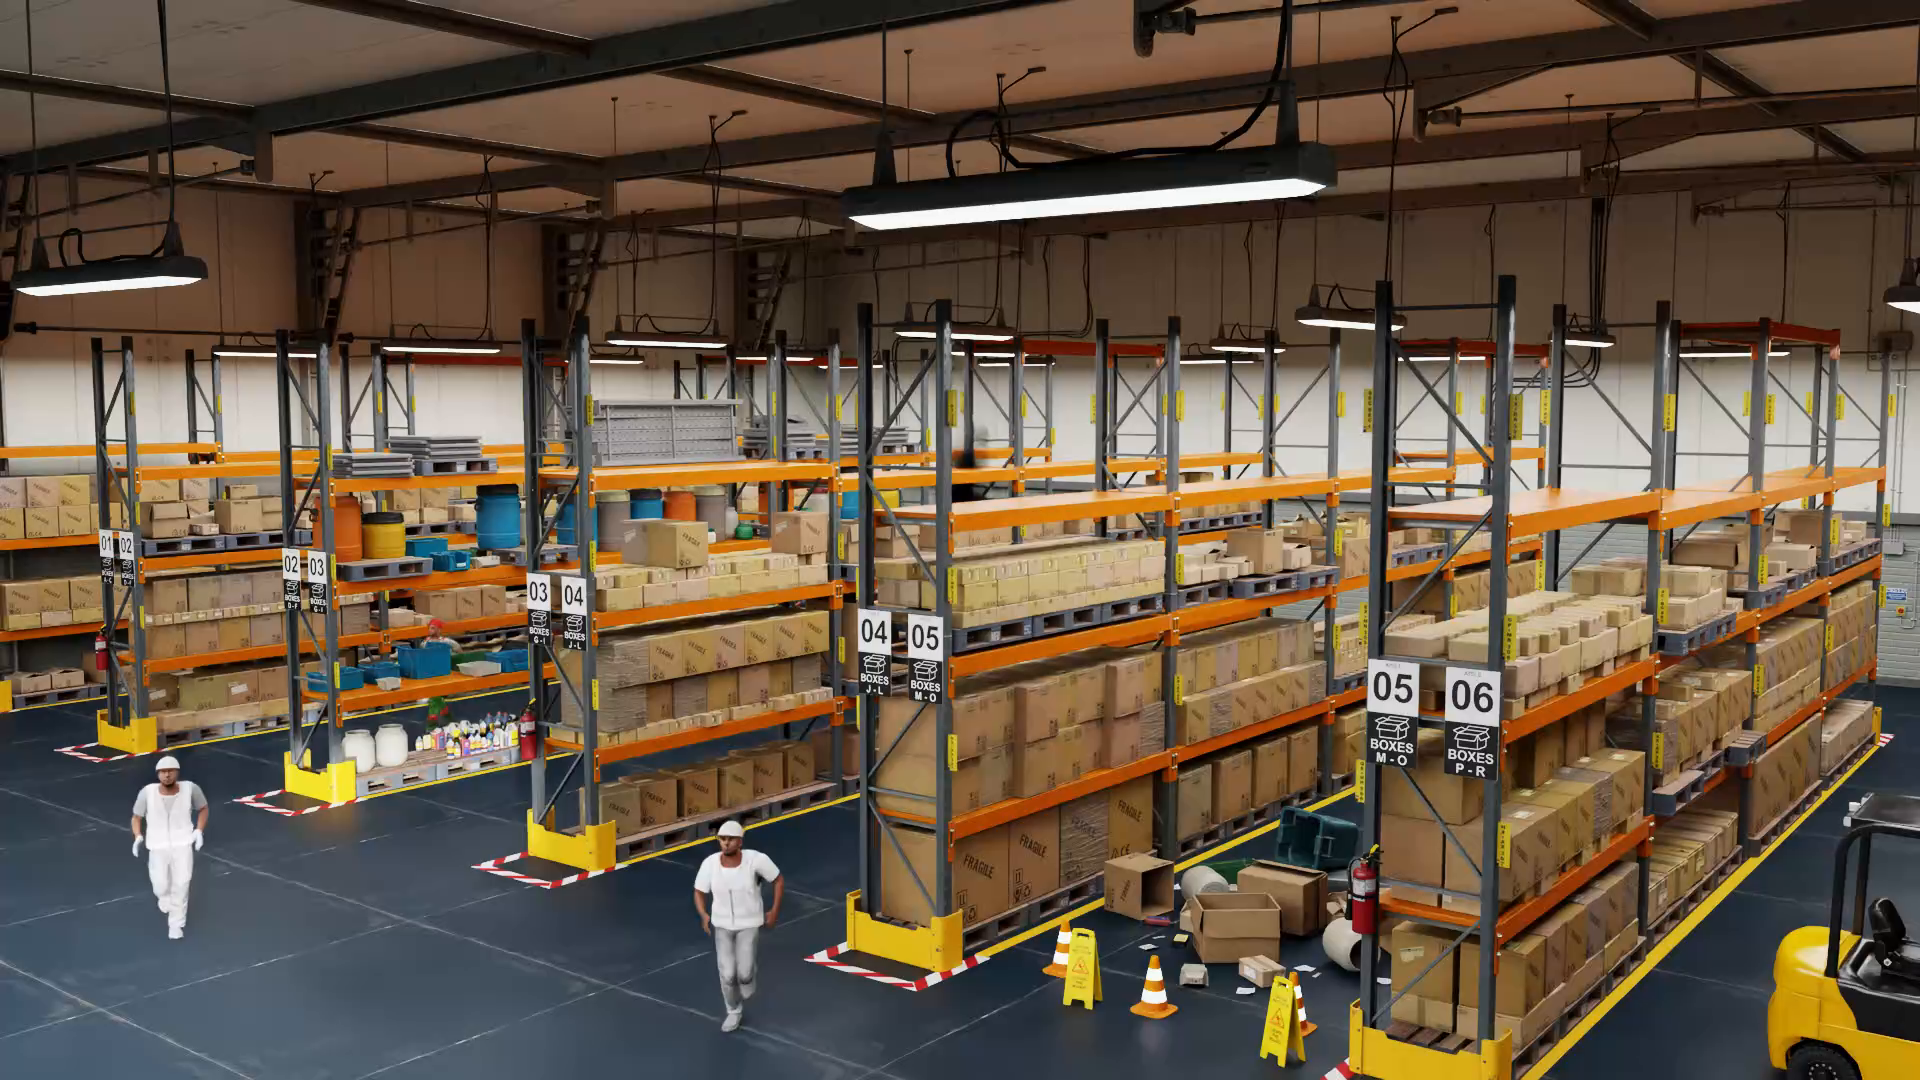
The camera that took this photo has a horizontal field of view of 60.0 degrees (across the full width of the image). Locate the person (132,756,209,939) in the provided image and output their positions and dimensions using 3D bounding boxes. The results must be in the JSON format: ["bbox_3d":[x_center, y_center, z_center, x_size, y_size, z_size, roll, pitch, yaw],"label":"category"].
[{"bbox_3d":[-7.586,2.913,16.010,0.671,1.734,0.694,-2,5,-23],"label":"person"}]

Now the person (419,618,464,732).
[{"bbox_3d":[-7.855,2.072,24.878,0.645,1.800,0.899,2,6,26],"label":"person"}]

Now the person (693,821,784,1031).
[{"bbox_3d":[-1.818,3.133,13.589,0.727,1.727,0.651,0,5,4],"label":"person"}]
